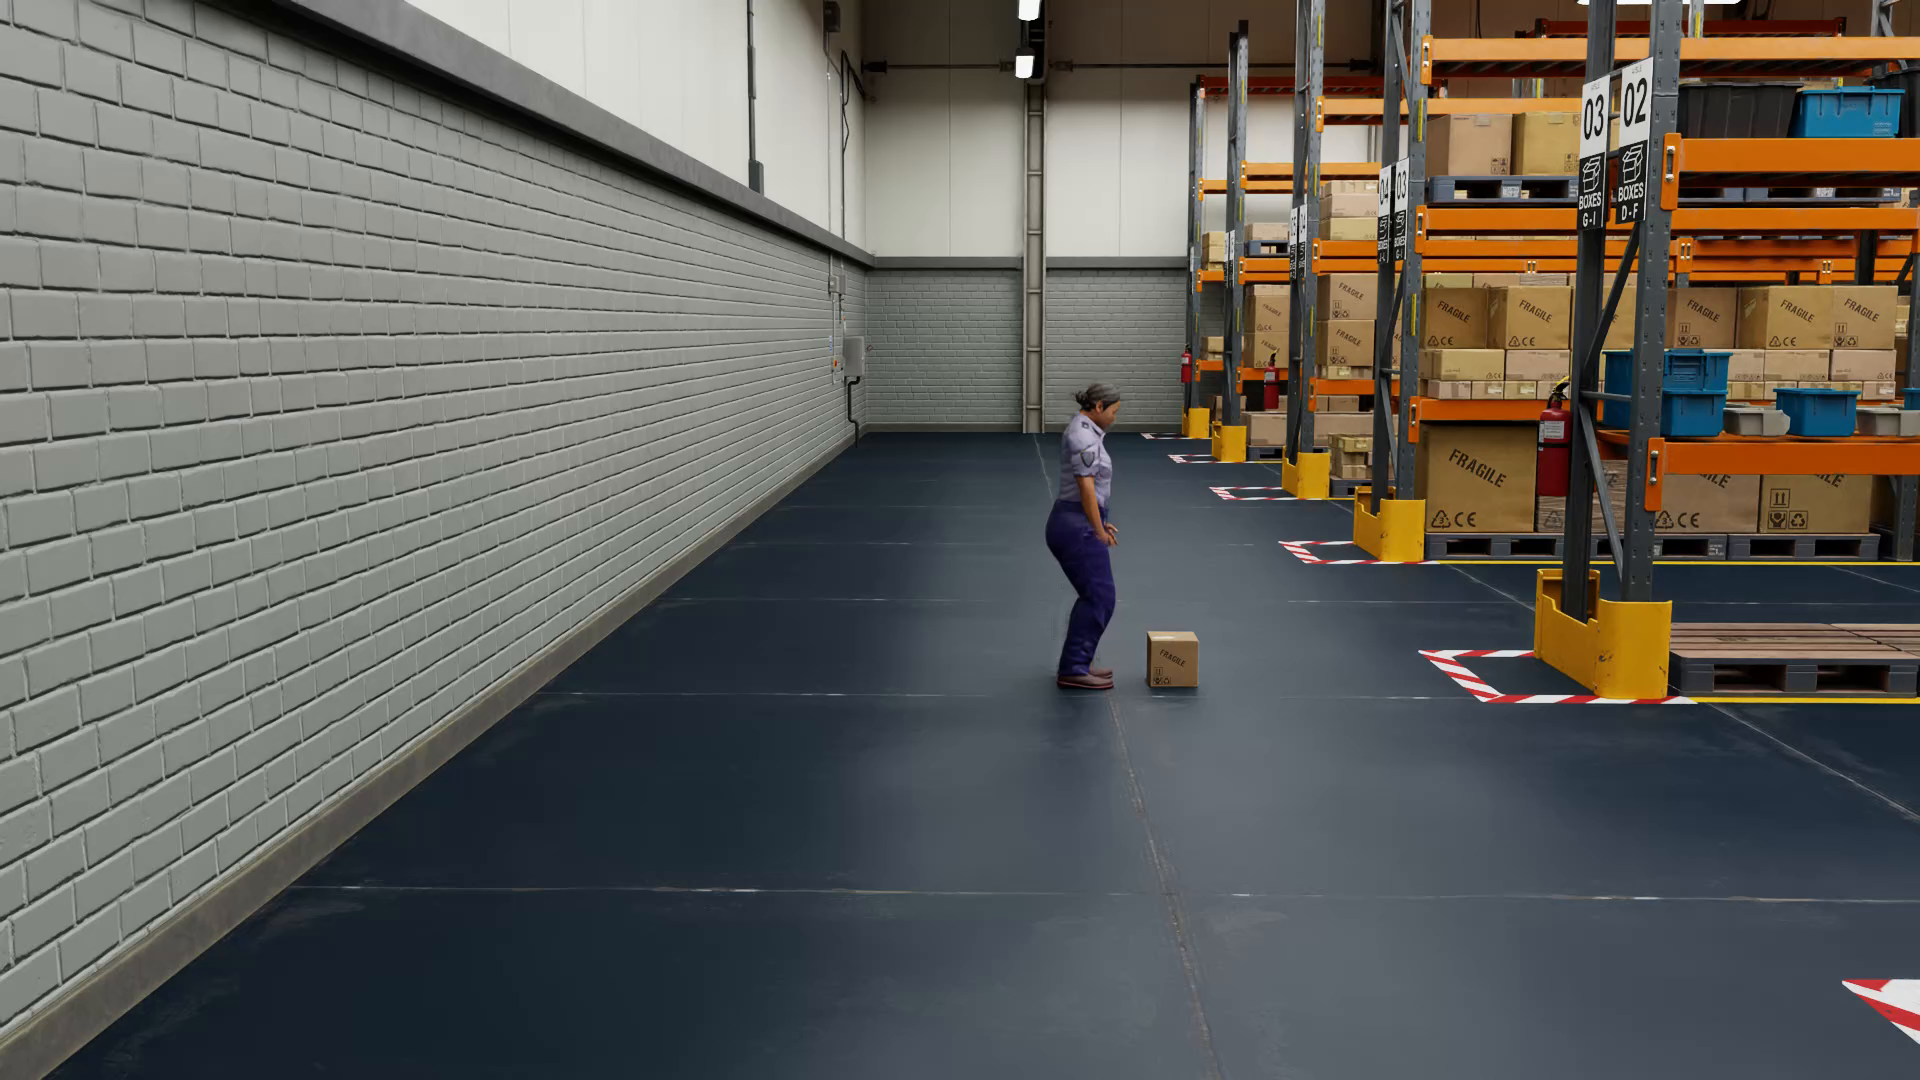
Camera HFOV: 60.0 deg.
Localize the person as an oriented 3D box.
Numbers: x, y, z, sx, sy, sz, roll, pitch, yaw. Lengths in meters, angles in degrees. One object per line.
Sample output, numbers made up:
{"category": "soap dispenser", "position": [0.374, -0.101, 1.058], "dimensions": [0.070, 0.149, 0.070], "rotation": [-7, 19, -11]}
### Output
{"category": "person", "position": [0.648, -0.034, 8.808], "dimensions": [0.391, 1.607, 0.496], "rotation": [0, 7, 3]}
